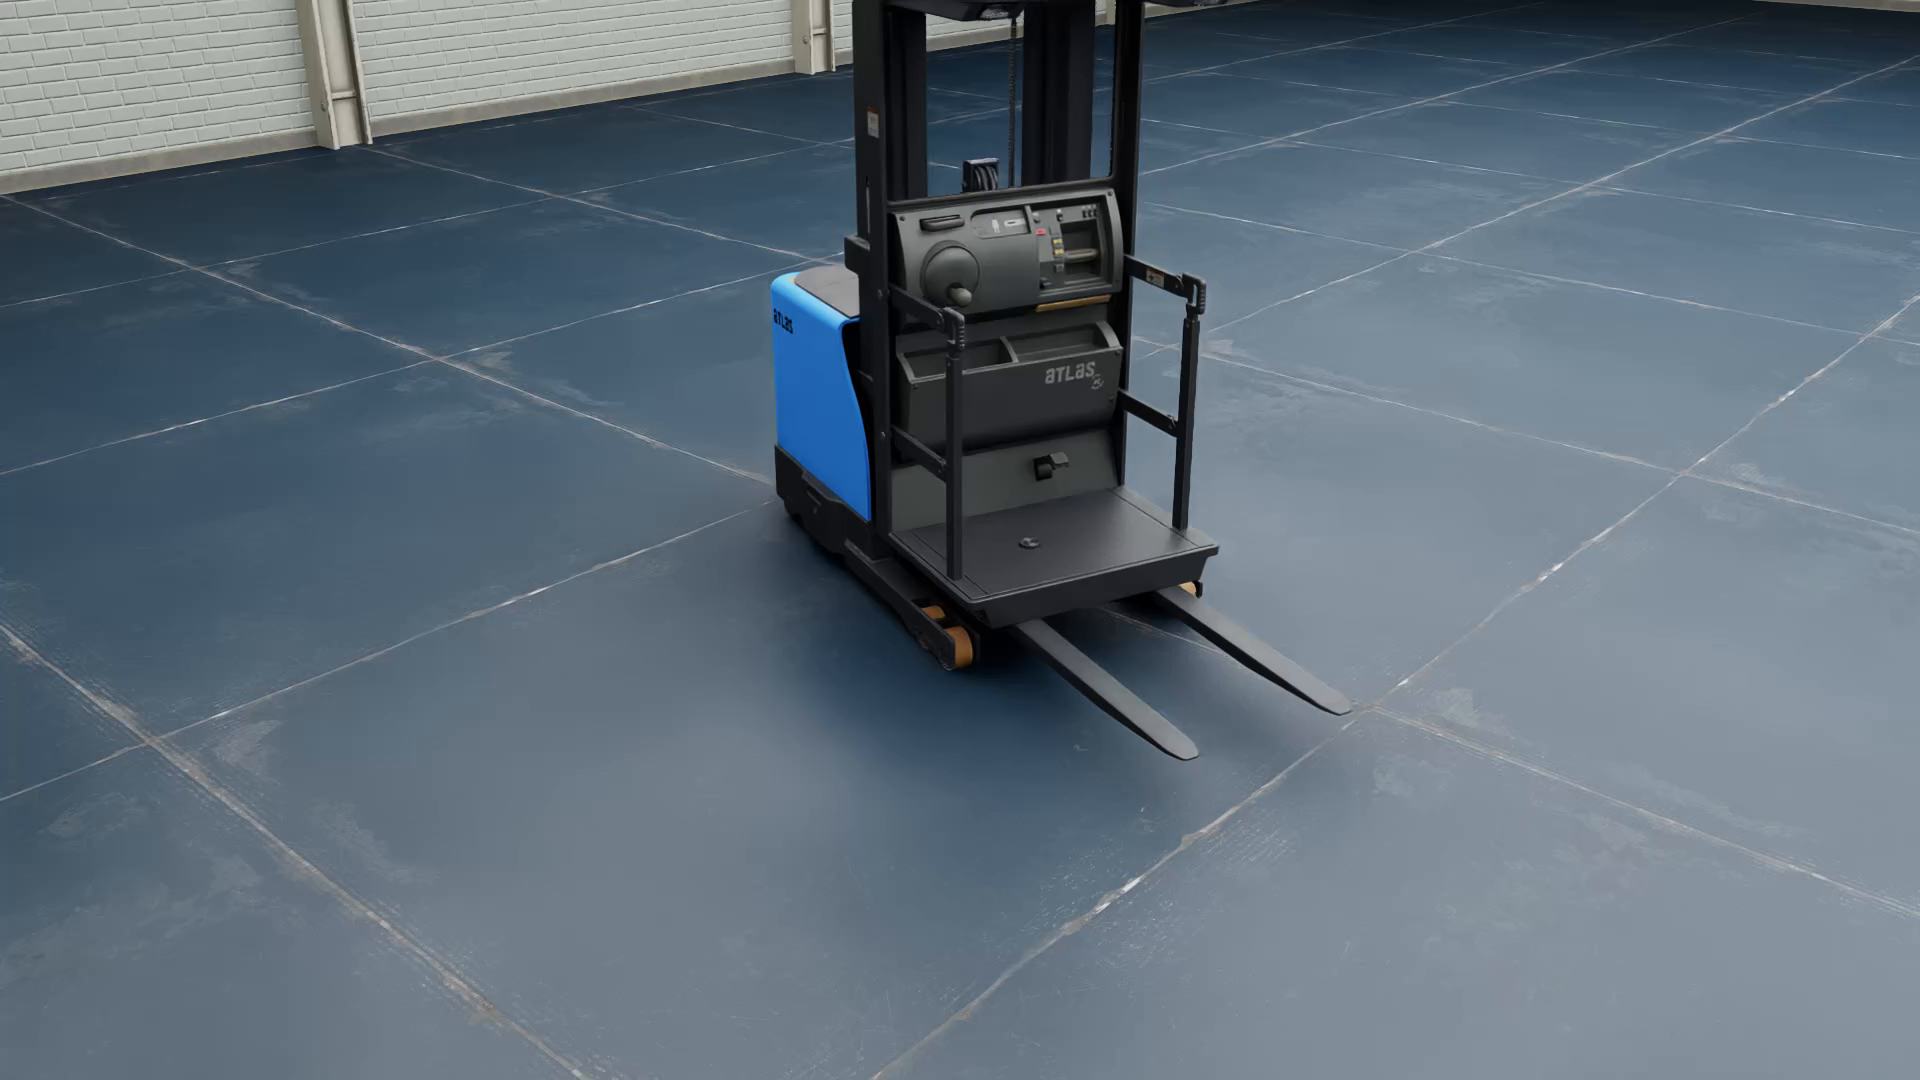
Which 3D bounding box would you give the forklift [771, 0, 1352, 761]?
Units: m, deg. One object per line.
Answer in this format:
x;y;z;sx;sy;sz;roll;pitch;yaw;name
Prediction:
0.294;-1.061;6.034;1.130;2.935;3.031;-12;27;-25;forklift

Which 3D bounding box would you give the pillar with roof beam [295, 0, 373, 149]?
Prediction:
-2.507;-6.609;10.991;9.100;9.000;0.400;20;31;38;pillar with roof beam

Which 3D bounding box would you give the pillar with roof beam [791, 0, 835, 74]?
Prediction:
1.497;-8.437;15.068;9.100;9.000;0.400;20;31;38;pillar with roof beam

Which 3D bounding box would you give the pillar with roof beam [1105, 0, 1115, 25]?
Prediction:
5.502;-10.265;19.145;9.100;9.000;0.400;20;31;38;pillar with roof beam
